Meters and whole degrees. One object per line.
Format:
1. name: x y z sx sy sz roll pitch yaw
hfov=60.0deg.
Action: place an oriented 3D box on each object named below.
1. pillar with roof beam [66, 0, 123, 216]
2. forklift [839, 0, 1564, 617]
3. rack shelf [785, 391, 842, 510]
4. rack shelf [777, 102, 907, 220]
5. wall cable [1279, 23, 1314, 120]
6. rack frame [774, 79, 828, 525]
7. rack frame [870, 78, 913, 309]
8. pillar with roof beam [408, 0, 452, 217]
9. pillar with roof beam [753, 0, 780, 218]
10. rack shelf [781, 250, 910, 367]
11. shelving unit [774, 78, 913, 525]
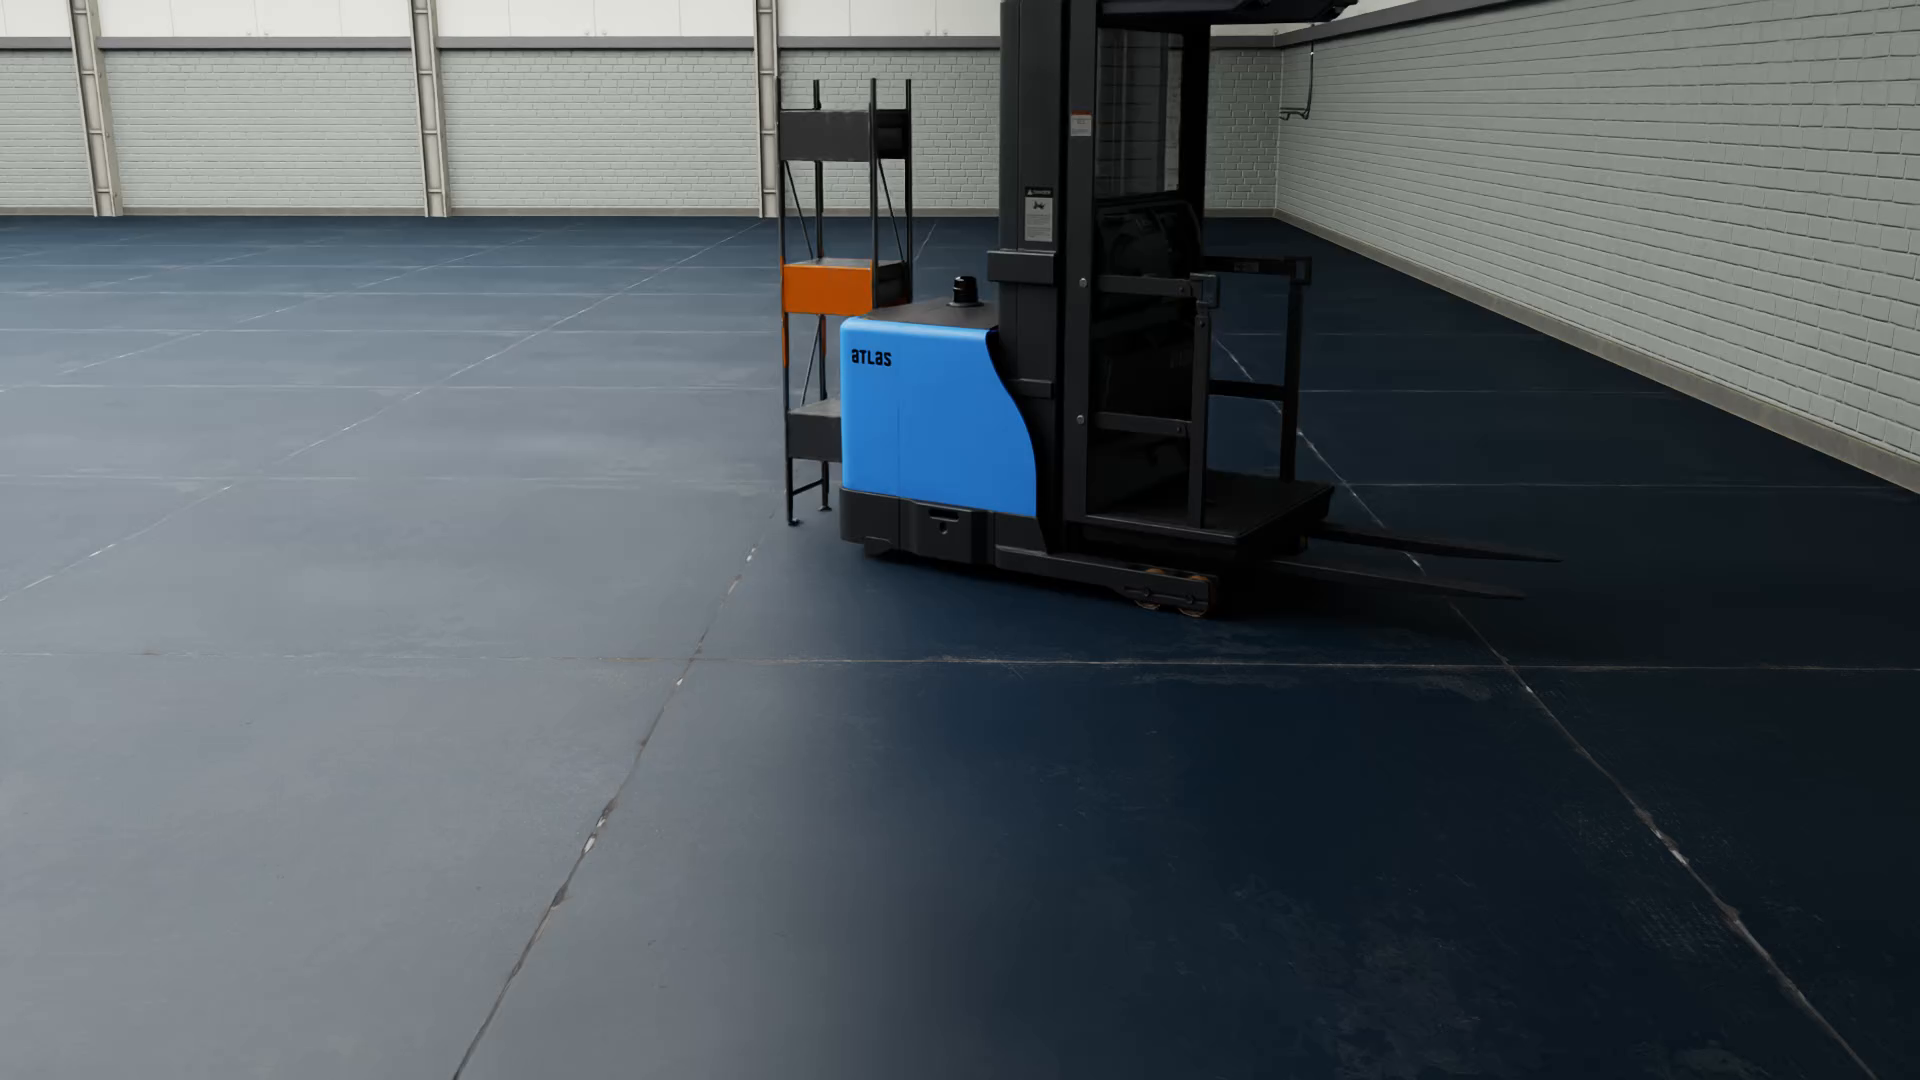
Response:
1. pillar with roof beam: -15.477 -9.110 24.728 0.400 9.000 9.100 0 15 1
2. forklift: 0.974 -1.263 6.880 3.031 2.935 1.130 9 17 31
3. rack shelf: -0.536 -0.421 8.116 0.480 0.518 0.431 6 16 23
4. rack shelf: -0.536 -1.774 7.759 0.480 0.518 0.431 6 16 23
5. wall cable: 5.538 -8.232 27.490 0.112 2.526 3.097 0 15 1
6. rack frame: -0.759 -1.136 8.030 0.015 2.100 0.400 6 16 23
7. rack frame: -0.313 -1.085 7.838 0.015 2.100 0.400 6 16 23
8. pillar with roof beam: -9.479 -9.070 24.580 0.400 9.000 9.100 0 15 1
9. pillar with roof beam: -3.481 -9.031 24.432 0.400 9.000 9.100 0 15 1
10. rack shelf: -0.536 -1.098 7.937 0.480 0.518 0.431 6 16 23
11. shelving unit: -0.536 -1.111 7.934 0.503 2.100 0.431 6 16 23
